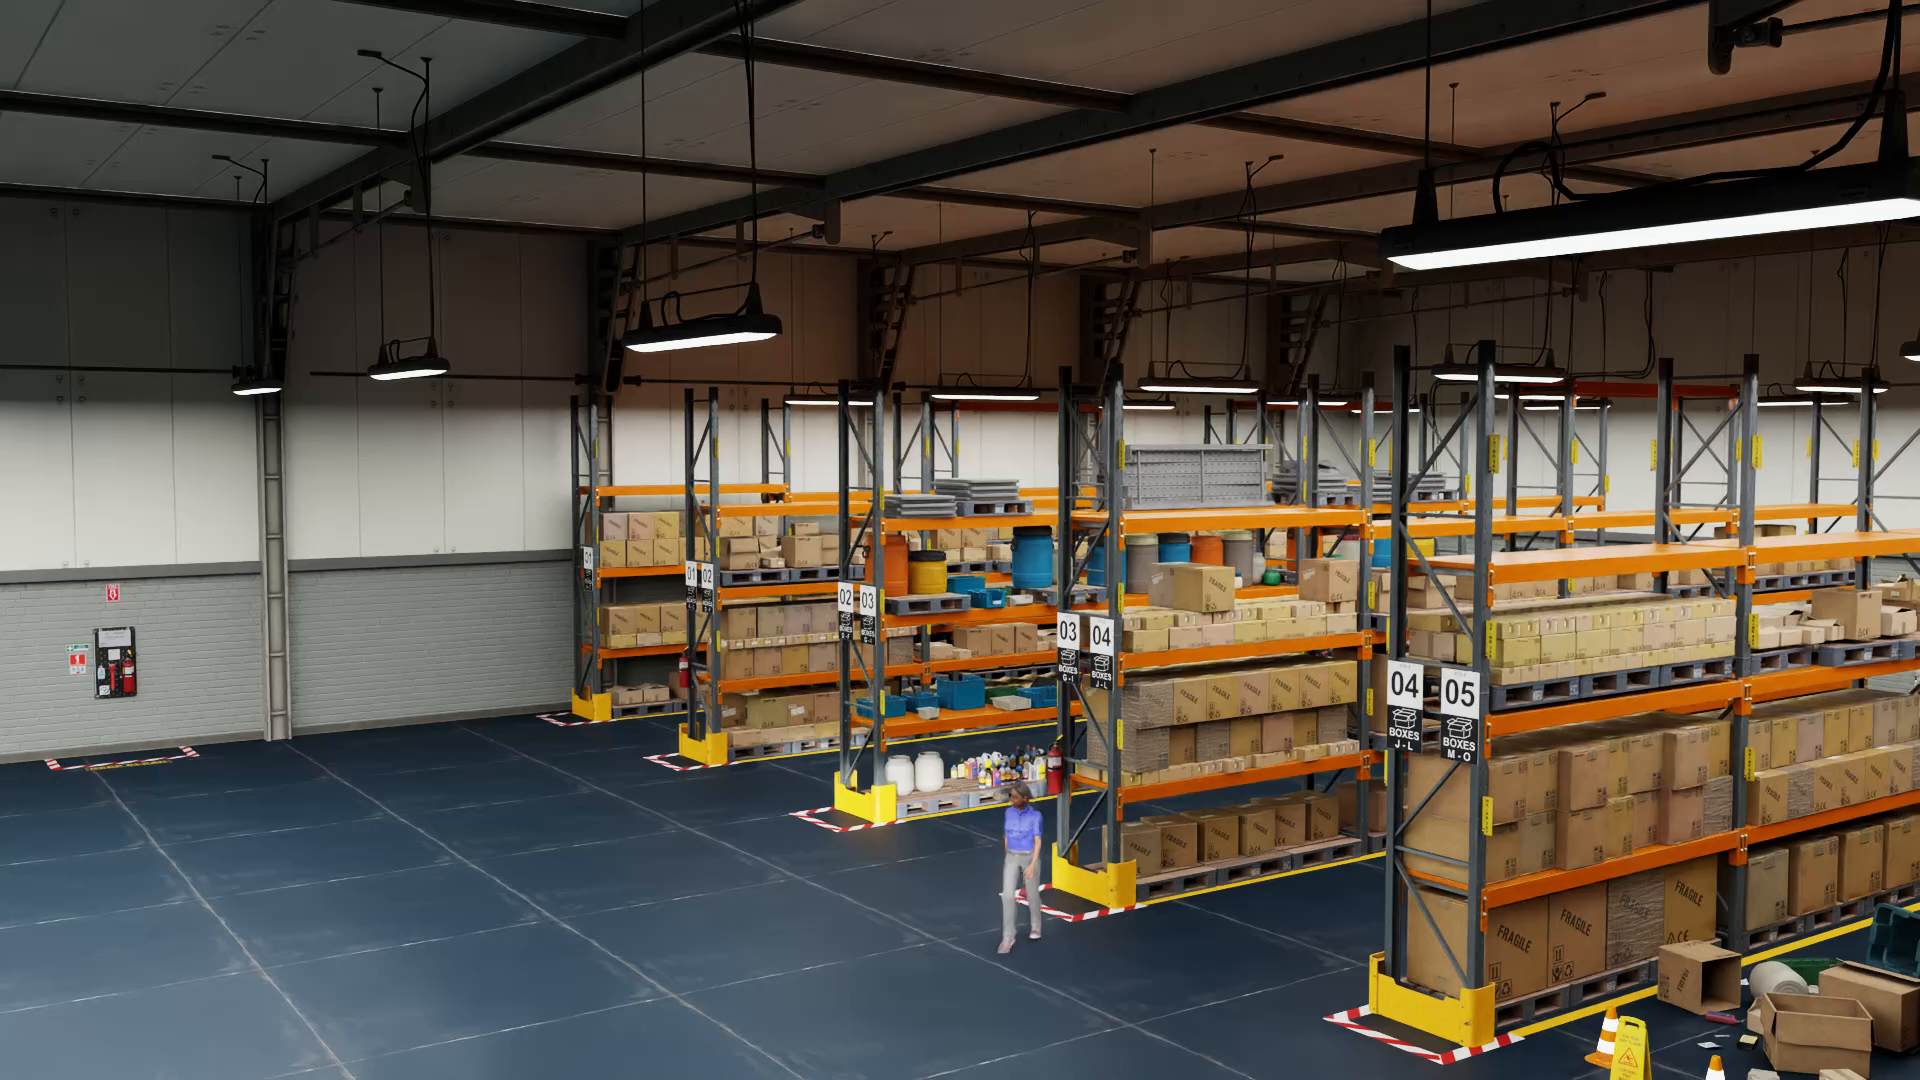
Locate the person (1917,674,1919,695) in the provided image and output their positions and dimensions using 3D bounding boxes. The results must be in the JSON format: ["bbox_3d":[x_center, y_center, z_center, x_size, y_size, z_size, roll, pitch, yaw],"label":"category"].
[{"bbox_3d":[15.963,2.699,27.166,0.527,1.645,0.727,0,3,8],"label":"person"}]

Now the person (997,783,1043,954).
[{"bbox_3d":[0.625,3.325,17.014,0.463,1.672,0.782,1,4,23],"label":"person"}]
